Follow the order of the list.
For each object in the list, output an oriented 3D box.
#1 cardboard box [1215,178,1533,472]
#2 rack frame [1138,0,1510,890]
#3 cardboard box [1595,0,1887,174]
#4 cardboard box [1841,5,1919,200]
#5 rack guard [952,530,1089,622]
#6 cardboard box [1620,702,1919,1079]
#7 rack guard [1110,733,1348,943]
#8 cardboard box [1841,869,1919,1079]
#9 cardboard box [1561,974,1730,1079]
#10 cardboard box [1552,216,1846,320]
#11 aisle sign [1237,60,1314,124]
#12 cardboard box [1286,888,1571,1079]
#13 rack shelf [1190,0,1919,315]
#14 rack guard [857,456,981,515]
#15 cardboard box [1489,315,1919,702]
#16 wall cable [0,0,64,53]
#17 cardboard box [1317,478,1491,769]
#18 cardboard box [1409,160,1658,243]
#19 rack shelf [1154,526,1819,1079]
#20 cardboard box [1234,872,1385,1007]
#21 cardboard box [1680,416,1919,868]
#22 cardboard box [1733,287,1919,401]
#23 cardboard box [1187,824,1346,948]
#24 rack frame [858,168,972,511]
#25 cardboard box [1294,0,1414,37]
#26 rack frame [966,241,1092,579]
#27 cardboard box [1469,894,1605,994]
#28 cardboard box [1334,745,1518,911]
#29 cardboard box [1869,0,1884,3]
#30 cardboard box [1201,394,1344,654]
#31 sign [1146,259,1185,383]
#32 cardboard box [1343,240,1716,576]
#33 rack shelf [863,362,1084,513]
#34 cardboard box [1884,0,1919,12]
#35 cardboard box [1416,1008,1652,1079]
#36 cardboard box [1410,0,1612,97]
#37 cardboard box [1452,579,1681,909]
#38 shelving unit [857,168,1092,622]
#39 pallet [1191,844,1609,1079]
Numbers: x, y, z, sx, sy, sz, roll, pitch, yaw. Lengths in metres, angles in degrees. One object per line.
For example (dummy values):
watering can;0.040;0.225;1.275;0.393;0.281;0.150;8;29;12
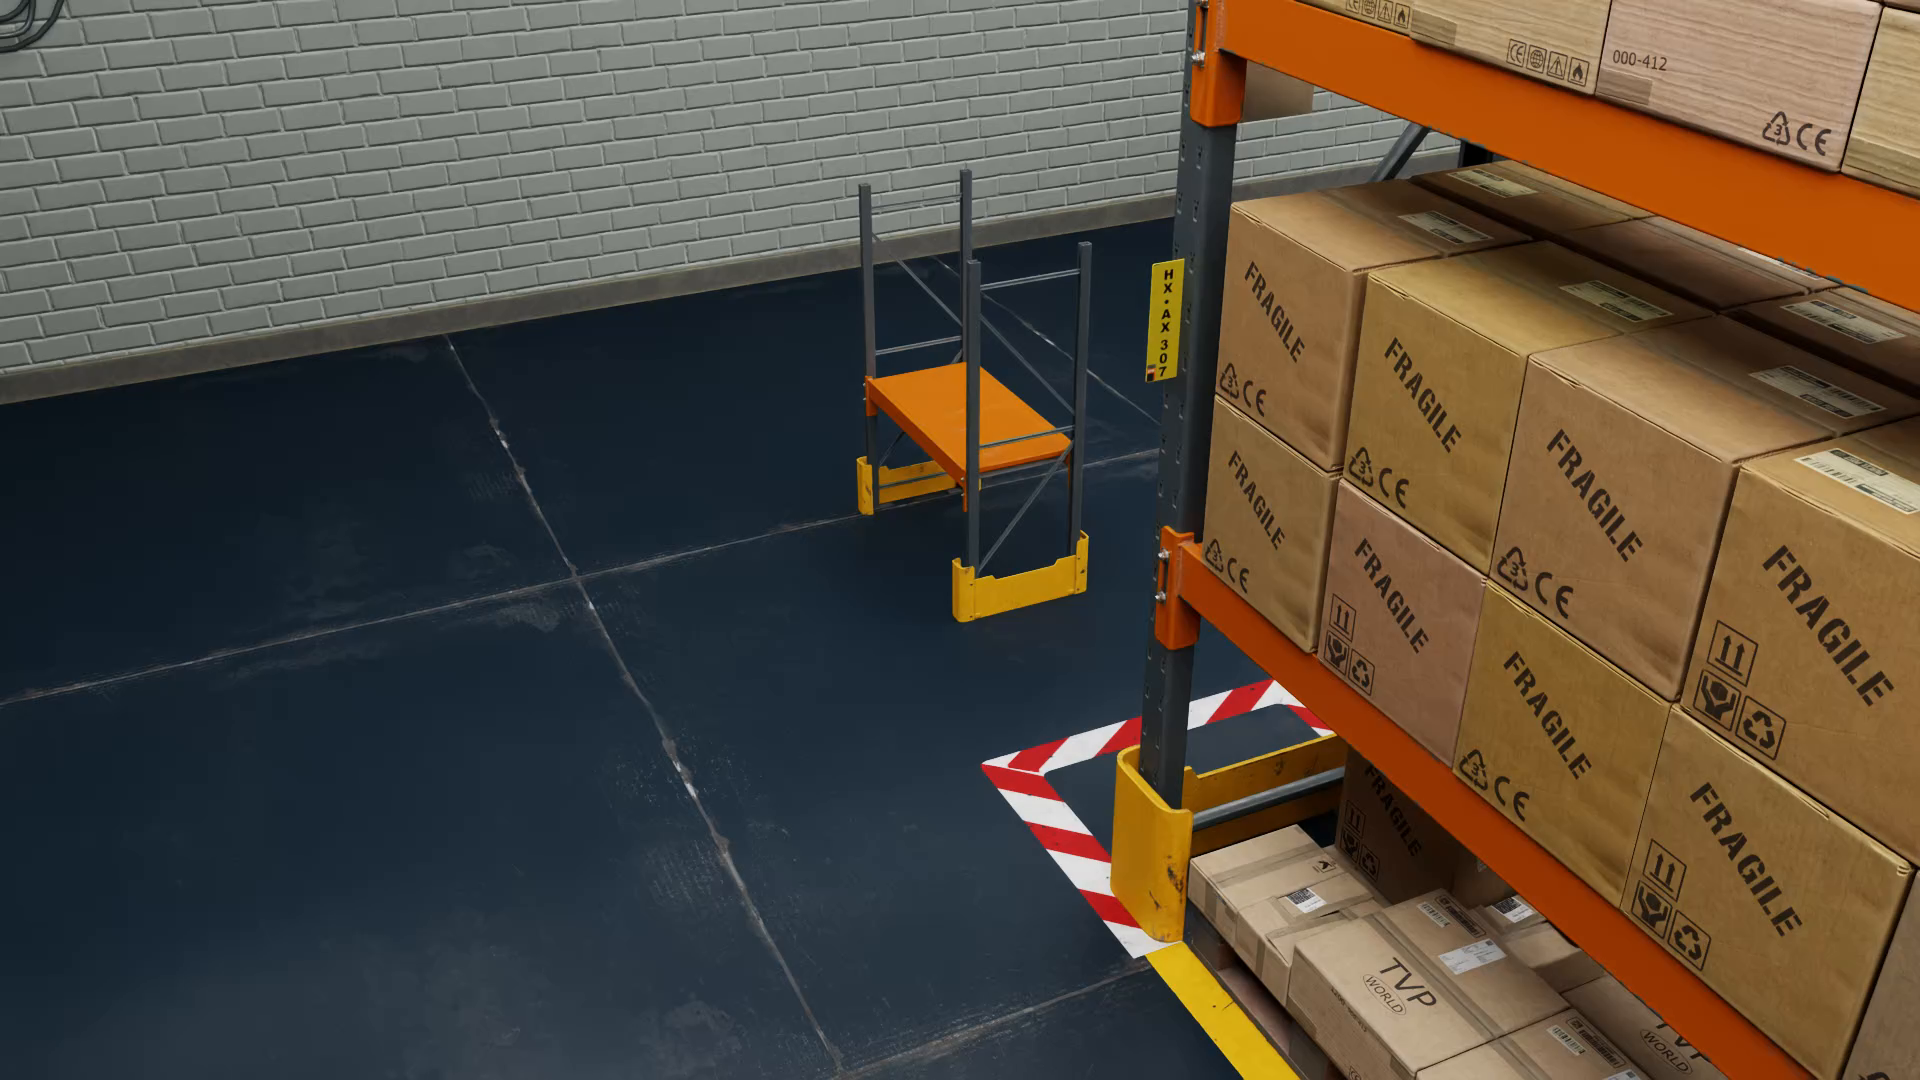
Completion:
cardboard box;0.976;-0.531;4.006;0.500;0.500;0.500;-12;31;-20
rack frame;1.024;-0.303;4.723;1.000;3.000;0.127;-13;32;-22
cardboard box;1.434;-0.821;2.734;0.500;0.250;0.500;-13;32;-22
cardboard box;1.654;-0.602;2.343;0.500;0.250;0.500;-13;32;-22
rack guard;0.247;0.145;6.736;0.587;0.250;0.087;-13;32;-22
cardboard box;1.628;0.575;3.055;0.500;0.500;0.500;-13;32;-21
rack guard;1.056;0.821;5.275;1.175;0.500;0.348;-13;32;-22
cardboard box;1.849;0.800;2.655;0.500;0.500;0.500;-12;32;-21
cardboard box;1.860;1.319;4.192;0.500;0.250;0.500;-13;32;-22
cardboard box;1.681;-0.421;3.809;0.500;0.500;0.500;-12;32;-21
aisle sign;0.729;-1.405;4.031;0.394;0.787;0.004;-13;32;-22
cardboard box;1.216;1.225;4.360;0.500;0.250;0.500;-13;32;-22
rack shelf;1.882;-0.414;2.590;1.077;0.370;4.000;-13;32;-22
rack guard;-0.181;-0.295;7.521;0.587;0.250;0.087;-13;32;-22
cardboard box;1.418;-0.080;3.201;0.500;0.500;0.500;-13;32;-21
wall cable;-5.554;-3.097;6.747;3.097;2.526;0.112;-13;32;-22
cardboard box;1.202;0.132;3.846;0.500;0.500;0.500;-13;32;-22
cardboard box;1.463;-0.644;4.206;0.500;0.500;0.500;-13;32;-22
rack shelf;1.882;0.895;3.323;1.077;0.370;4.000;-13;32;-22
cardboard box;1.000;1.109;4.653;0.380;0.166;0.250;-13;32;-22
cardboard box;1.636;0.144;2.801;0.500;0.500;0.500;-13;32;-22
cardboard box;1.908;-0.193;3.402;0.500;0.500;0.500;-12;32;-21
cardboard box;0.893;1.006;4.854;0.380;0.149;0.250;-13;32;-22
rack frame;-0.182;-0.841;7.216;0.500;1.500;0.032;-13;32;-22
cardboard box;1.015;-1.265;3.526;0.500;0.250;0.500;-13;32;-22
rack frame;0.255;-0.392;6.416;0.500;1.500;0.032;-13;32;-22
cardboard box;1.572;1.127;4.620;0.380;0.166;0.250;-13;32;-22
cardboard box;1.480;0.784;4.891;0.500;0.500;0.500;-13;32;-22
cardboard box;1.438;-1.040;2.614;0.500;0.250;0.500;-13;32;-22
cardboard box;0.976;-0.095;4.250;0.500;0.500;0.500;-12;32;-21
sign;0.534;-0.566;4.308;0.100;0.325;0.005;-13;32;-22
cardboard box;1.207;-0.302;3.597;0.500;0.500;0.500;-13;32;-21
rack shelf;0.037;-0.460;6.904;0.538;0.185;1.000;-13;32;-22
cardboard box;1.649;-0.819;2.218;0.500;0.250;0.500;-13;32;-22
cardboard box;1.430;1.446;3.966;0.500;0.250;0.500;-13;32;-22
cardboard box;1.218;-1.042;3.127;0.500;0.250;0.500;-13;32;-22
cardboard box;1.415;0.354;3.449;0.500;0.500;0.500;-13;32;-22
shelving unit;0.033;-0.620;6.823;0.587;1.500;1.083;-13;32;-22
pallet;1.399;1.299;4.718;1.003;0.211;1.213;-13;32;-22
